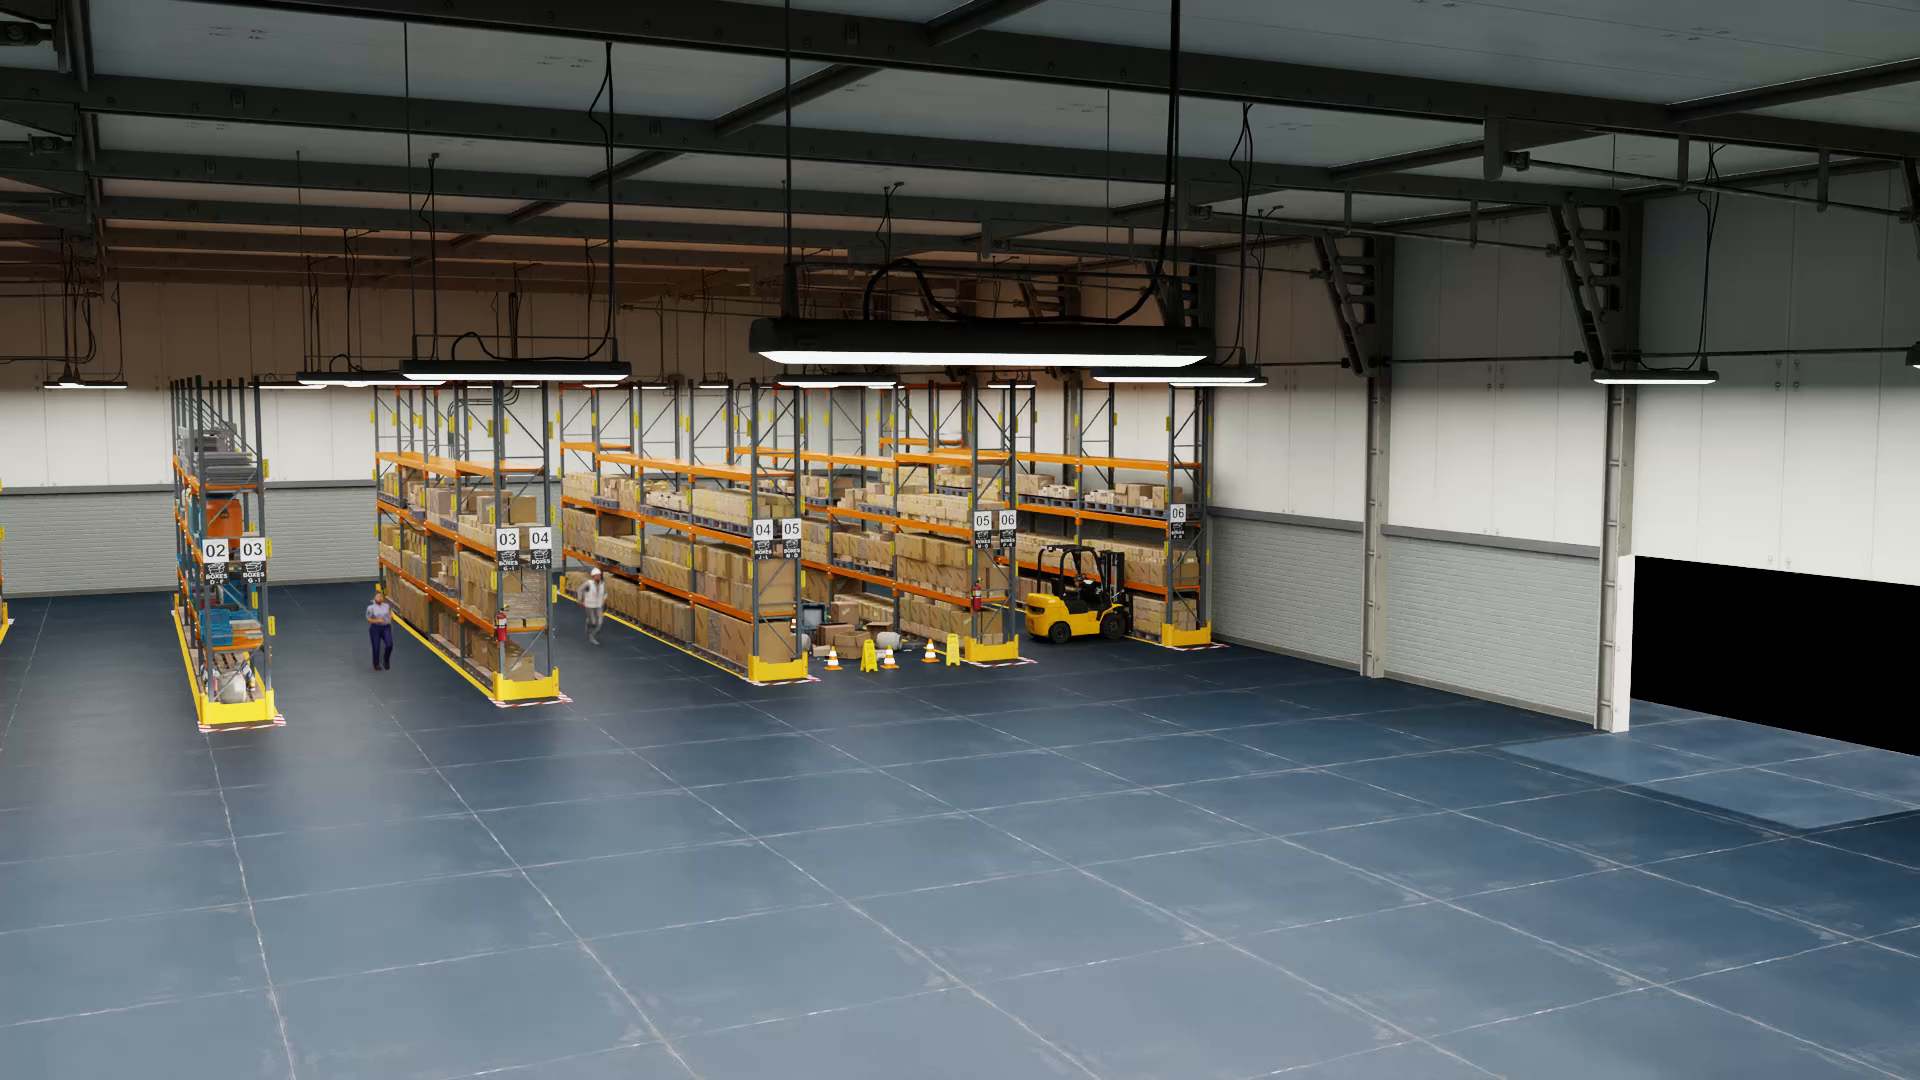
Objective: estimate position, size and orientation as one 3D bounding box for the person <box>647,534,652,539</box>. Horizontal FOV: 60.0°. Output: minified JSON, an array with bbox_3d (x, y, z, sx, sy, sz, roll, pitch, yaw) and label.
[{"bbox_3d":[-8.716,0.707,47.220,0.663,1.732,1.009,-4,7,-39],"label":"person"}]

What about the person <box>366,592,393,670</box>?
[{"bbox_3d":[-11.880,1.874,34.111,0.579,1.629,0.643,-4,6,-35],"label":"person"}]

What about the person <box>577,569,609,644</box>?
[{"bbox_3d":[-8.345,1.512,37.912,0.693,1.730,0.682,-4,6,-35],"label":"person"}]
